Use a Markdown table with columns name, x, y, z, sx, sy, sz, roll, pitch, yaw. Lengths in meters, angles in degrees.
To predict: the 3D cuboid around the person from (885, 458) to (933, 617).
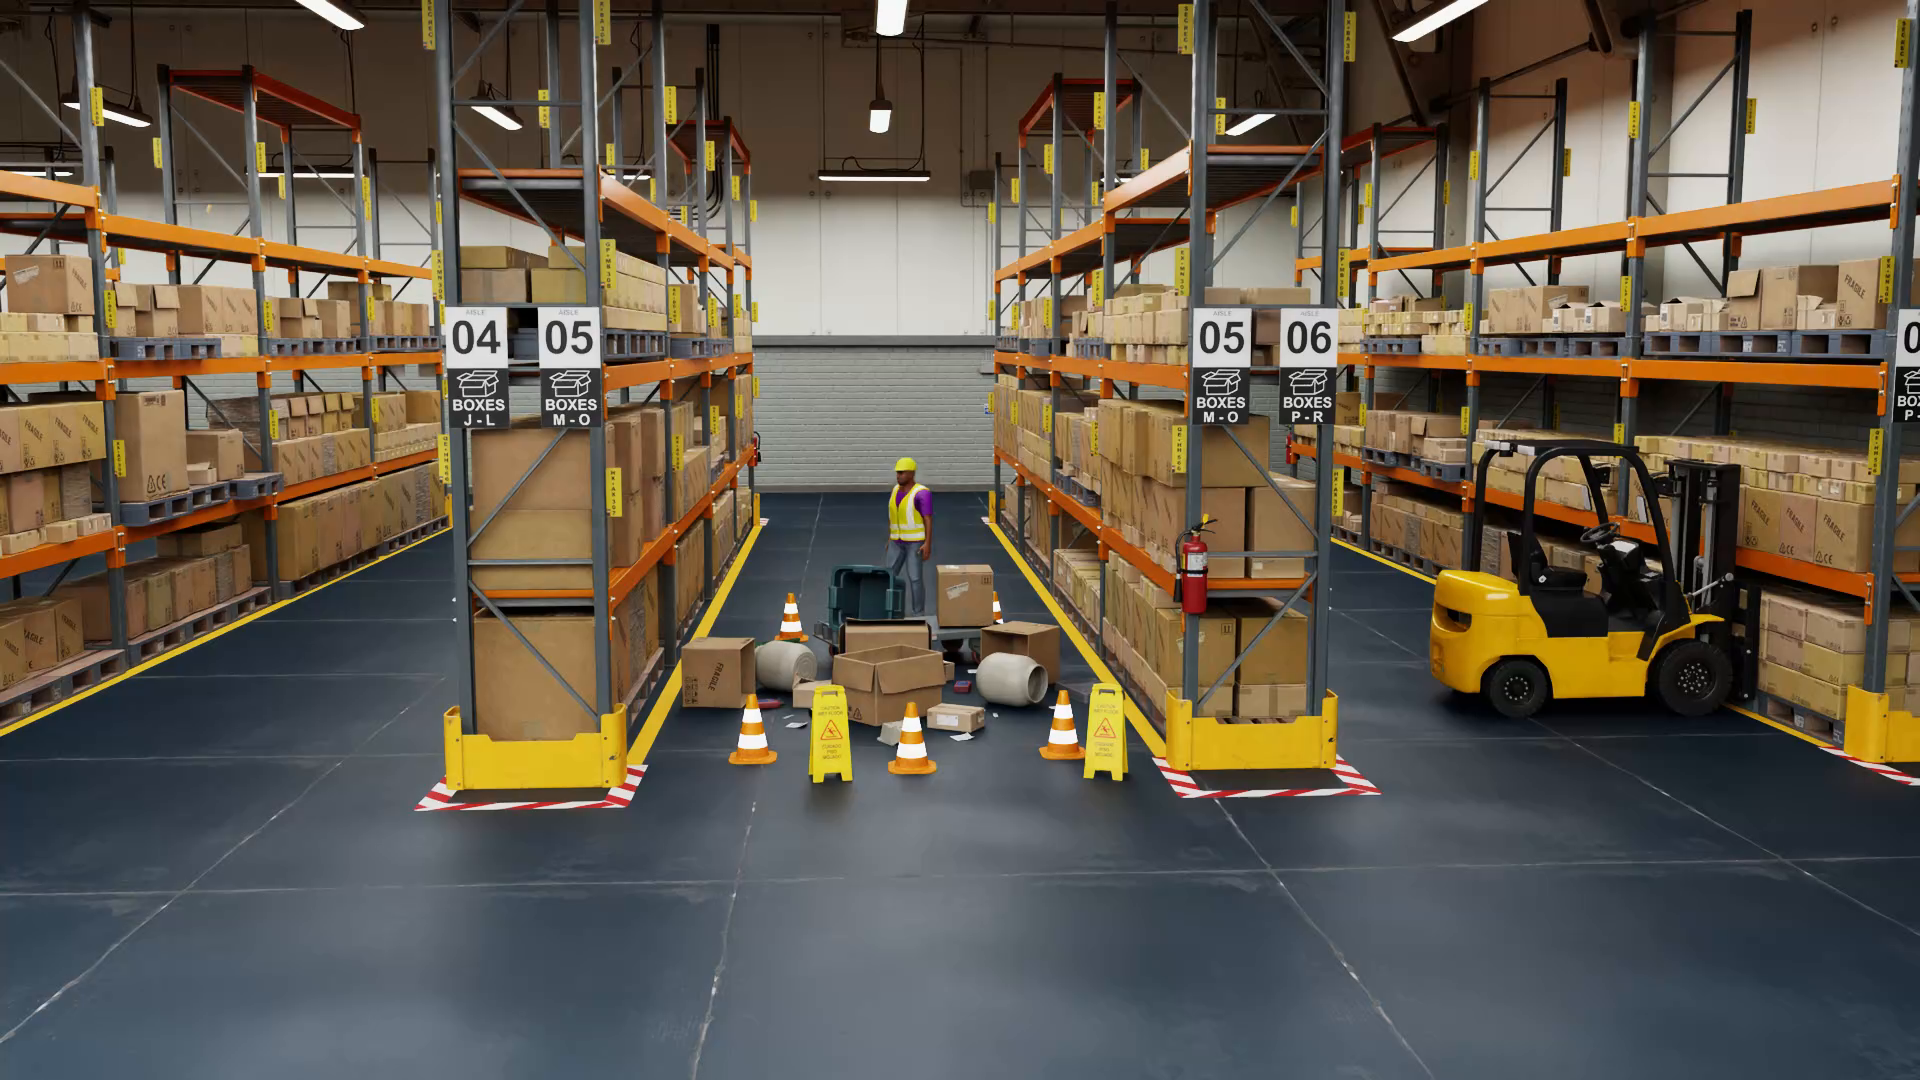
| name | x | y | z | sx | sy | sz | roll | pitch | yaw |
| --- | --- | --- | --- | --- | --- | --- | --- | --- | --- |
| person | -0.573 | 0.043 | 17.422 | 0.651 | 1.802 | 0.491 | 5 | 9 | 38 |
